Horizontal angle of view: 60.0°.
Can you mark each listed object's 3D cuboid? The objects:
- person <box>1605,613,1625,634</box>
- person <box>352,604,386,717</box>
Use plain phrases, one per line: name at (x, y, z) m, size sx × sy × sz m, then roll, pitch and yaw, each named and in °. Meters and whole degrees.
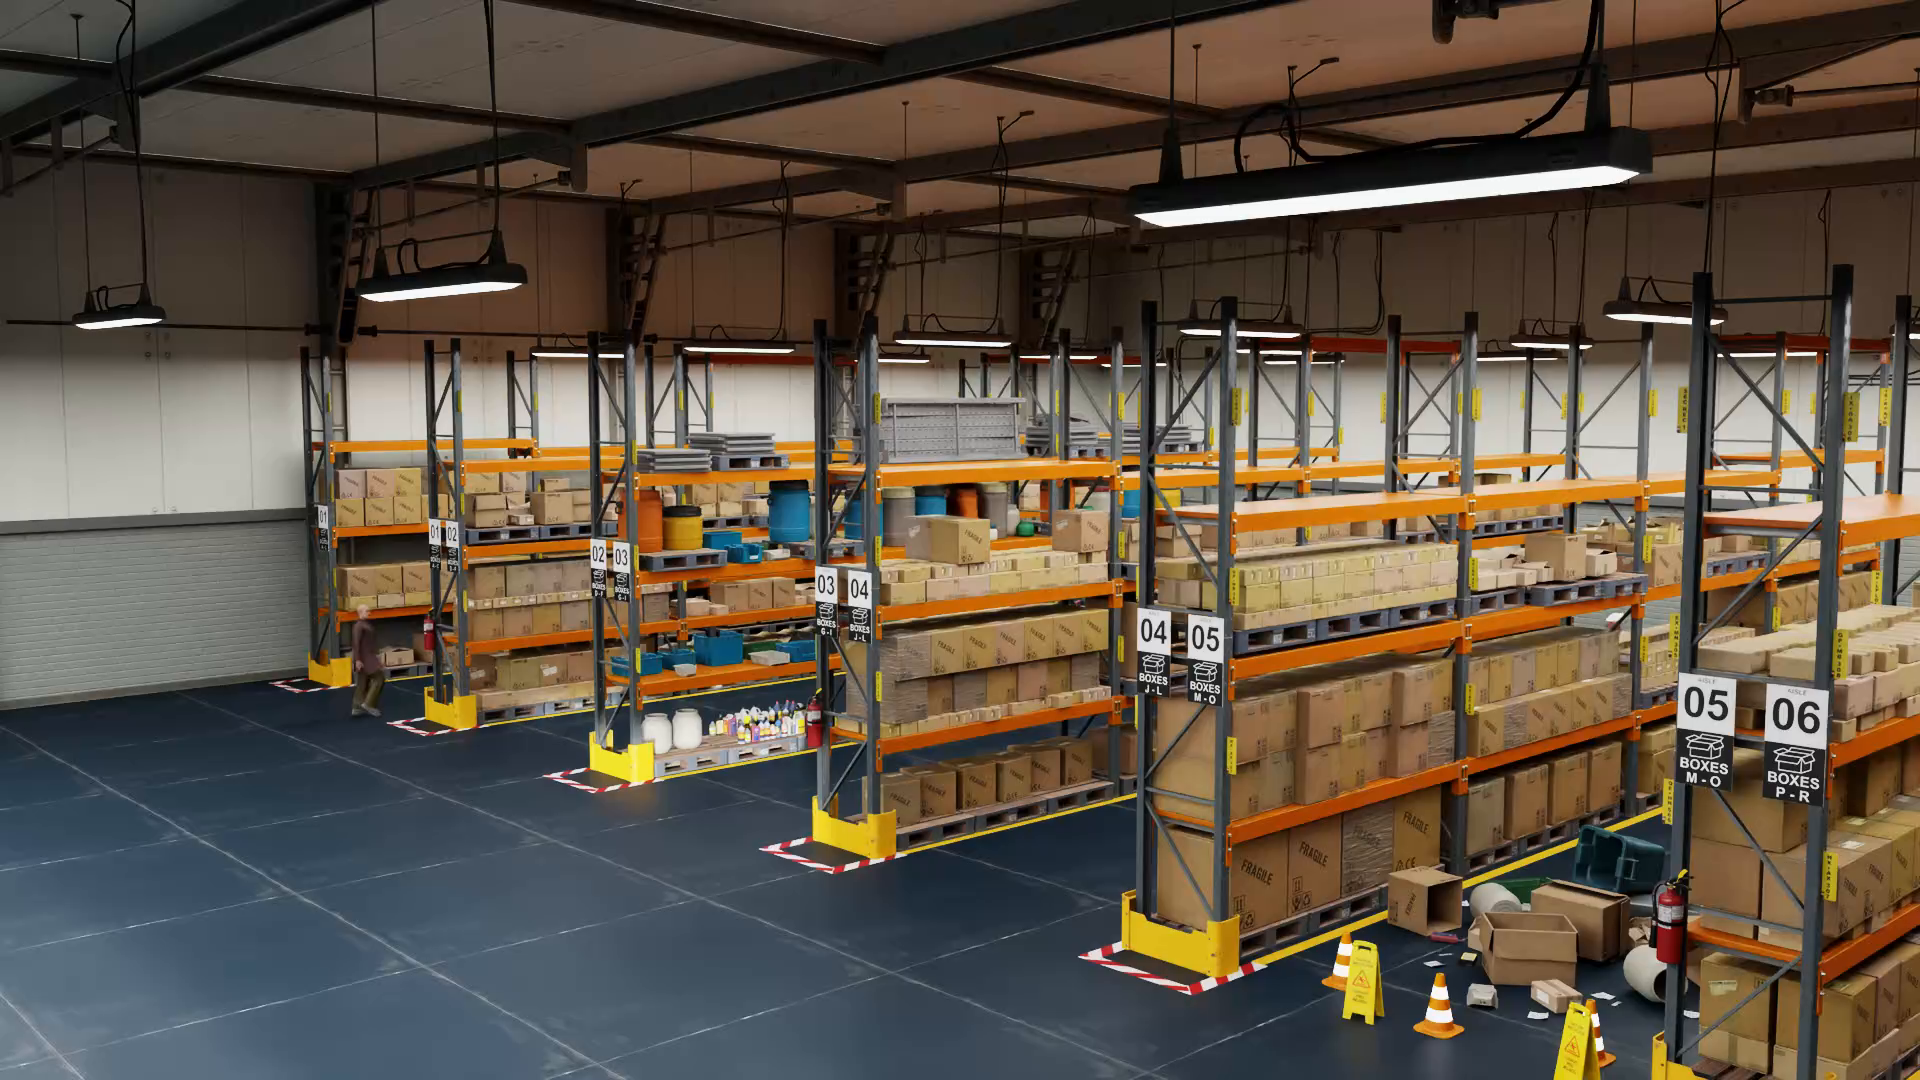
person at (10.292, 2.015, 26.104) m, size 0.992 × 1.751 × 0.538 m, roll -5°, pitch 7°, yaw -43°
person at (-9.509, 1.939, 26.683) m, size 0.532 × 1.826 × 0.558 m, roll -3°, pitch 6°, yaw -27°
